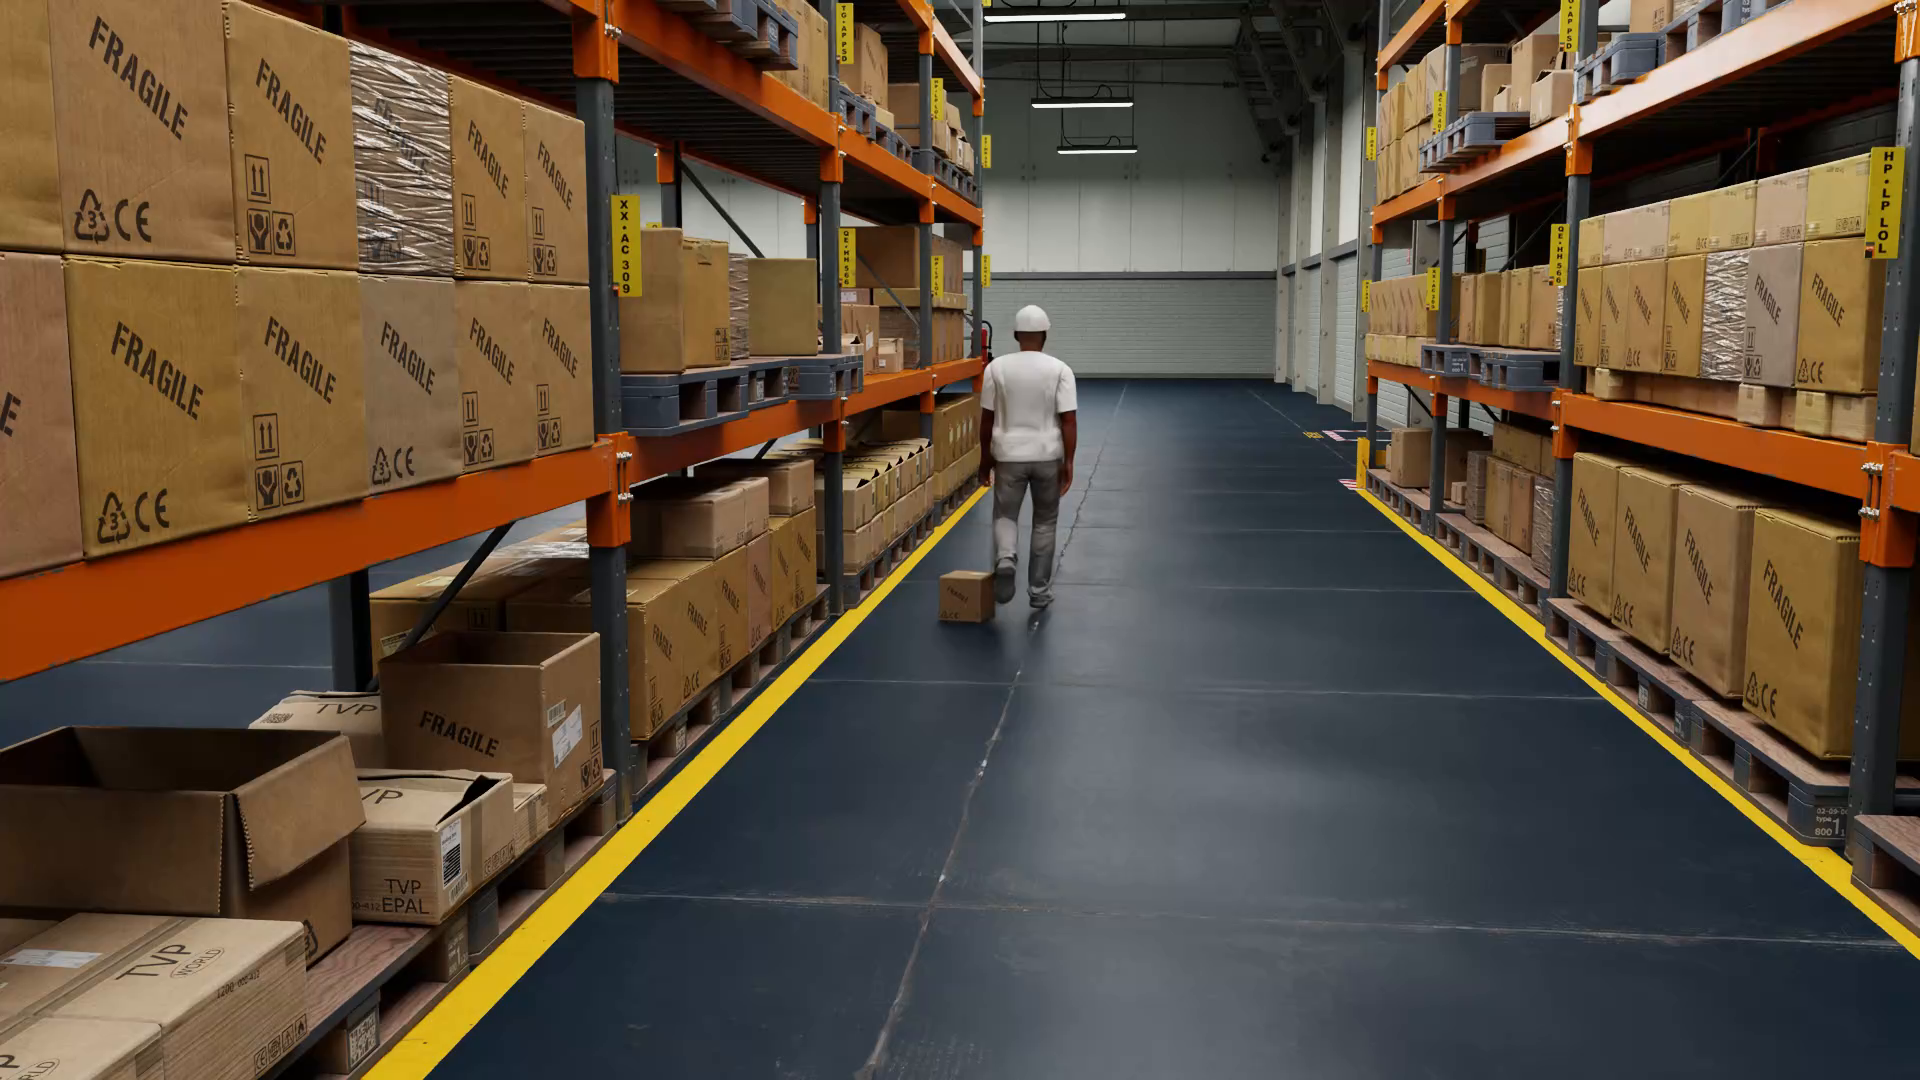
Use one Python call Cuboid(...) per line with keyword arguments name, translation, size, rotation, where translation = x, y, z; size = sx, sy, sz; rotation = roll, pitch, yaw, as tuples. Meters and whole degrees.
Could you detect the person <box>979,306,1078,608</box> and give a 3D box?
Cuboid(name="person", translation=(0.386, -0.465, 9.562), size=(0.579, 1.749, 0.706), rotation=(1, 8, 7))
